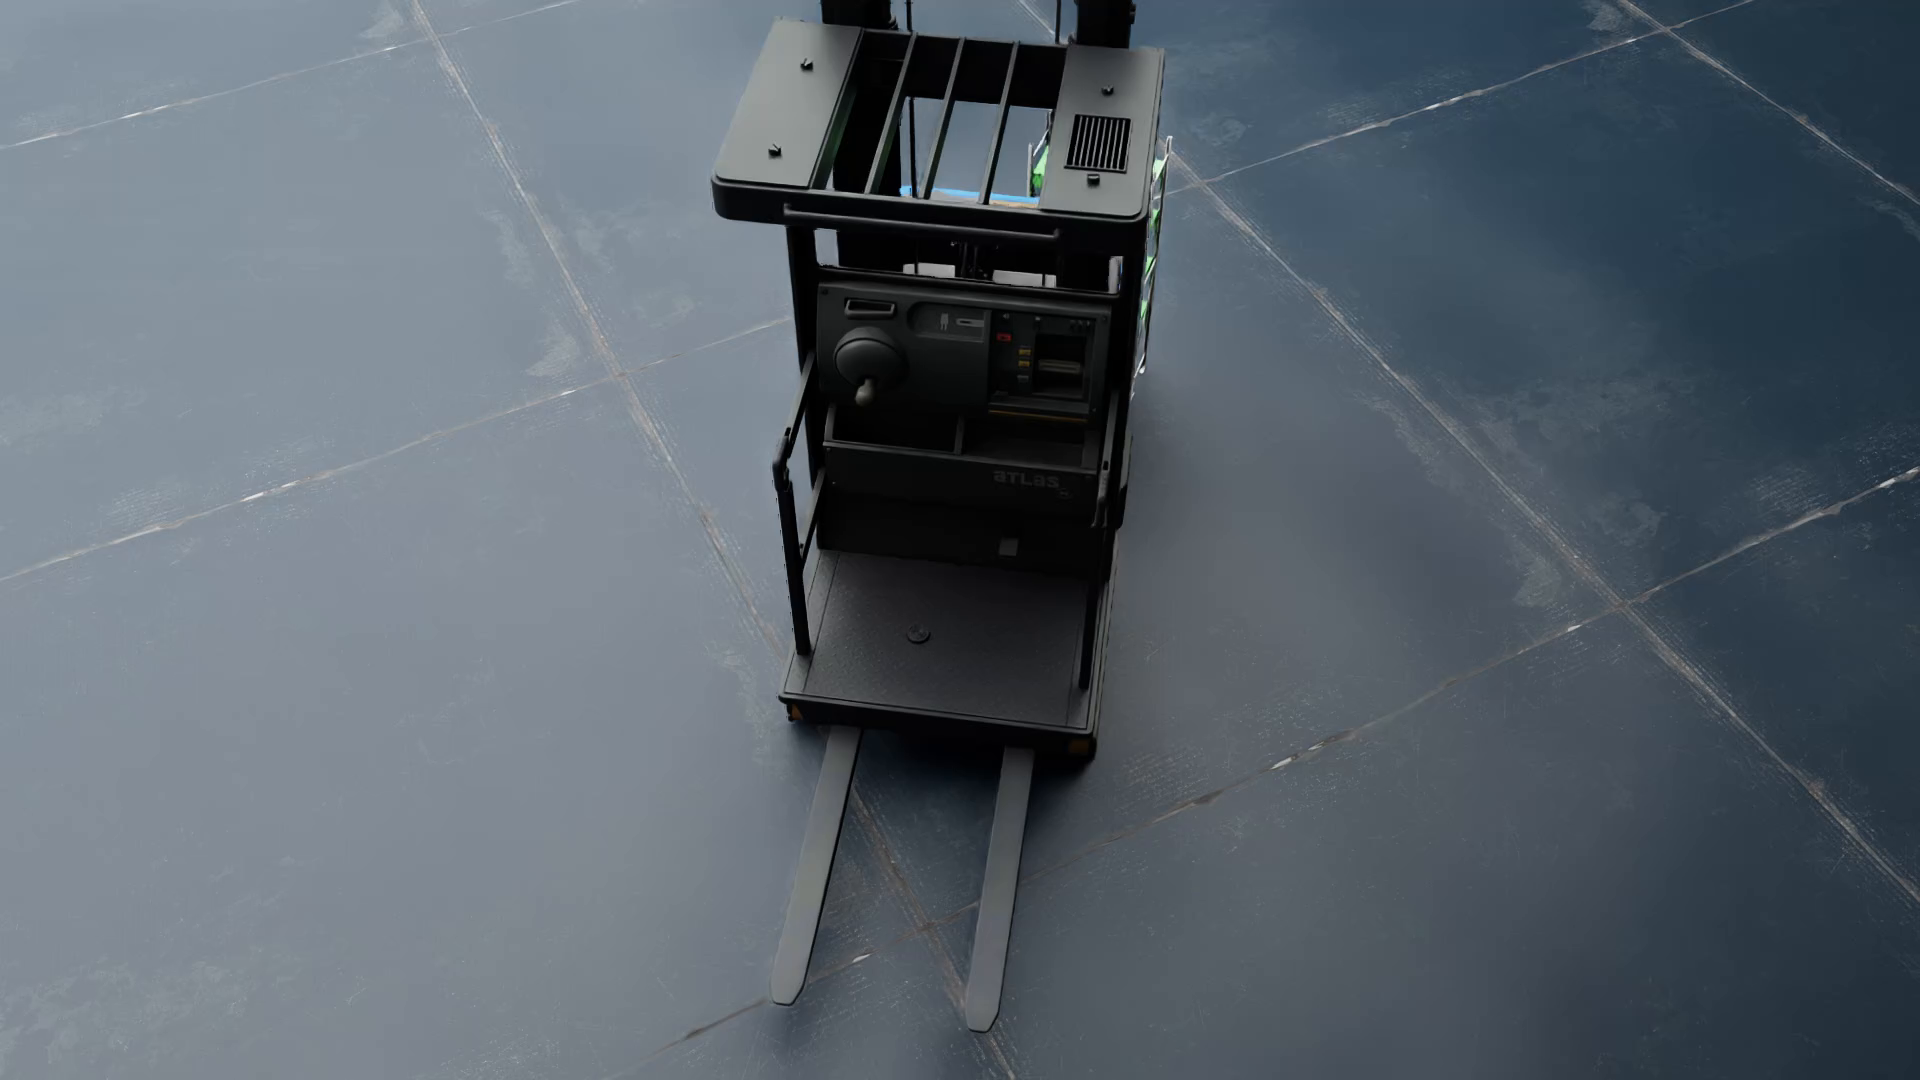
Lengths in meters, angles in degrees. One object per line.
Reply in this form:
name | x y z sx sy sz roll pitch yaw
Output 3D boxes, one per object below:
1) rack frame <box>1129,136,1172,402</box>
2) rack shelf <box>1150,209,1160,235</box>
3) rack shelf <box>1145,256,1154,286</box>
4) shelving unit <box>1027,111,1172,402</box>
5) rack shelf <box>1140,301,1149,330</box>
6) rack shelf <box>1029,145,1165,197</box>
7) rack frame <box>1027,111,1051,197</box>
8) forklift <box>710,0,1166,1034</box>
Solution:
rack frame | 0.769 -1.076 6.786 0.015 1.200 0.240 15 51 13
rack shelf | 0.540 -1.255 6.709 0.480 0.148 0.258 15 51 13
rack shelf | 0.540 -1.097 6.890 0.480 0.148 0.258 15 51 13
shelving unit | 0.540 -1.139 6.842 0.503 1.200 0.258 15 51 13
rack shelf | 0.540 -0.939 7.071 0.480 0.148 0.258 15 51 13
rack shelf | 0.540 -1.413 6.529 0.480 0.148 0.258 15 51 13
rack frame | 0.311 -1.203 6.897 0.015 1.200 0.240 15 51 13
forklift | -0.022 -0.488 5.122 1.130 2.935 3.031 6 49 6
